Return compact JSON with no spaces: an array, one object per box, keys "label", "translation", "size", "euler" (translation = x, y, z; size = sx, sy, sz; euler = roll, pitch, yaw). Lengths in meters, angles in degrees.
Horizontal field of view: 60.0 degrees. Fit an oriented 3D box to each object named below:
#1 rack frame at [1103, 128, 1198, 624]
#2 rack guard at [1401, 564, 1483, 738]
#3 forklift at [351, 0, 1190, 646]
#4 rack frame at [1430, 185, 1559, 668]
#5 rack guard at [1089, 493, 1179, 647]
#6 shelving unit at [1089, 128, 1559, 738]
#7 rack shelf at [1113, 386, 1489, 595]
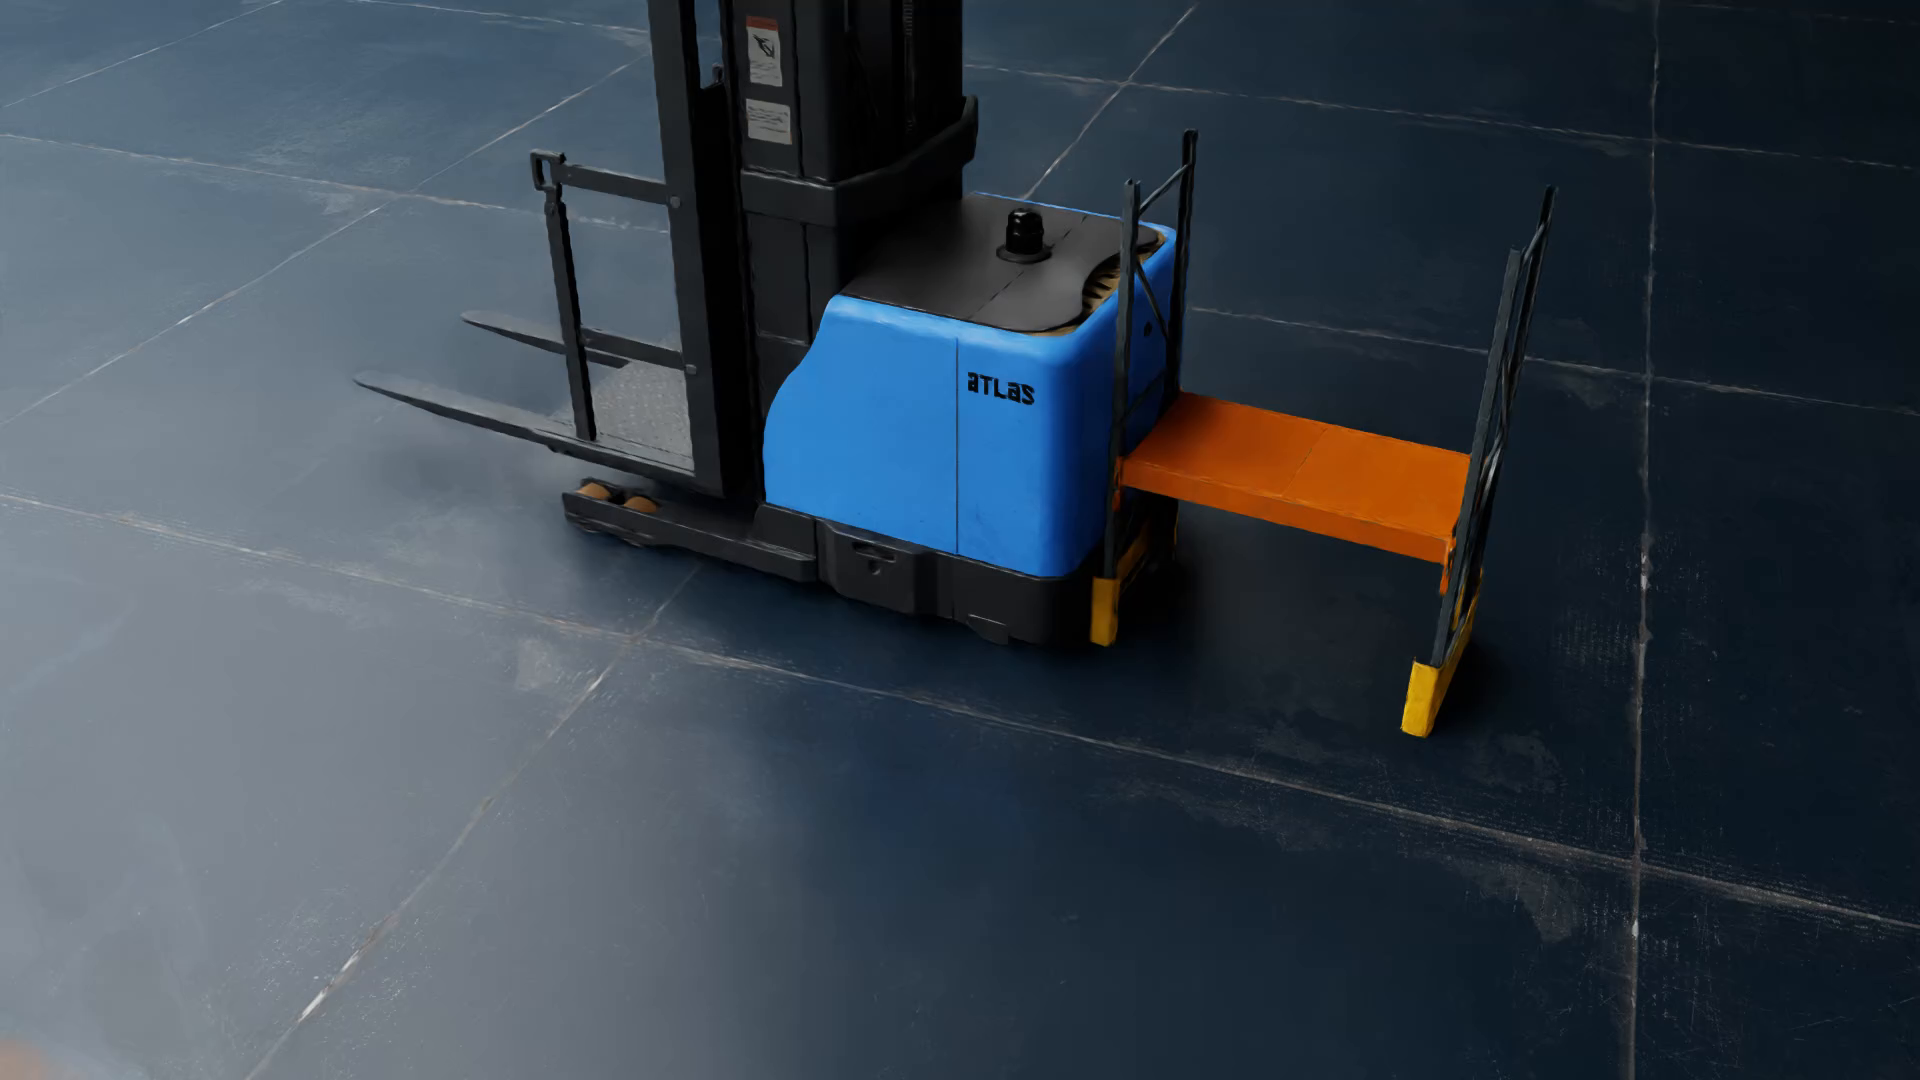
[{"label":"rack frame","translation":[0.567,-0.444,5.055],"size":[0.032,1.500,0.500],"euler":[15,36,22]},{"label":"rack guard","translation":[1.458,0.324,5.018],"size":[0.087,0.250,0.587],"euler":[15,36,22]},{"label":"forklift","translation":[-0.802,-1.450,5.293],"size":[3.031,2.935,1.130],"euler":[15,36,22]},{"label":"rack frame","translation":[1.476,-0.197,4.672],"size":[0.032,1.500,0.500],"euler":[15,36,22]},{"label":"rack guard","translation":[0.568,0.082,5.393],"size":[0.087,0.250,0.587],"euler":[15,36,22]},{"label":"shelving unit","translation":[1.013,-0.322,4.867],"size":[1.083,1.500,0.587],"euler":[15,36,22]},{"label":"rack shelf","translation":[1.021,-0.169,4.961],"size":[1.000,0.185,0.538],"euler":[15,36,22]}]
